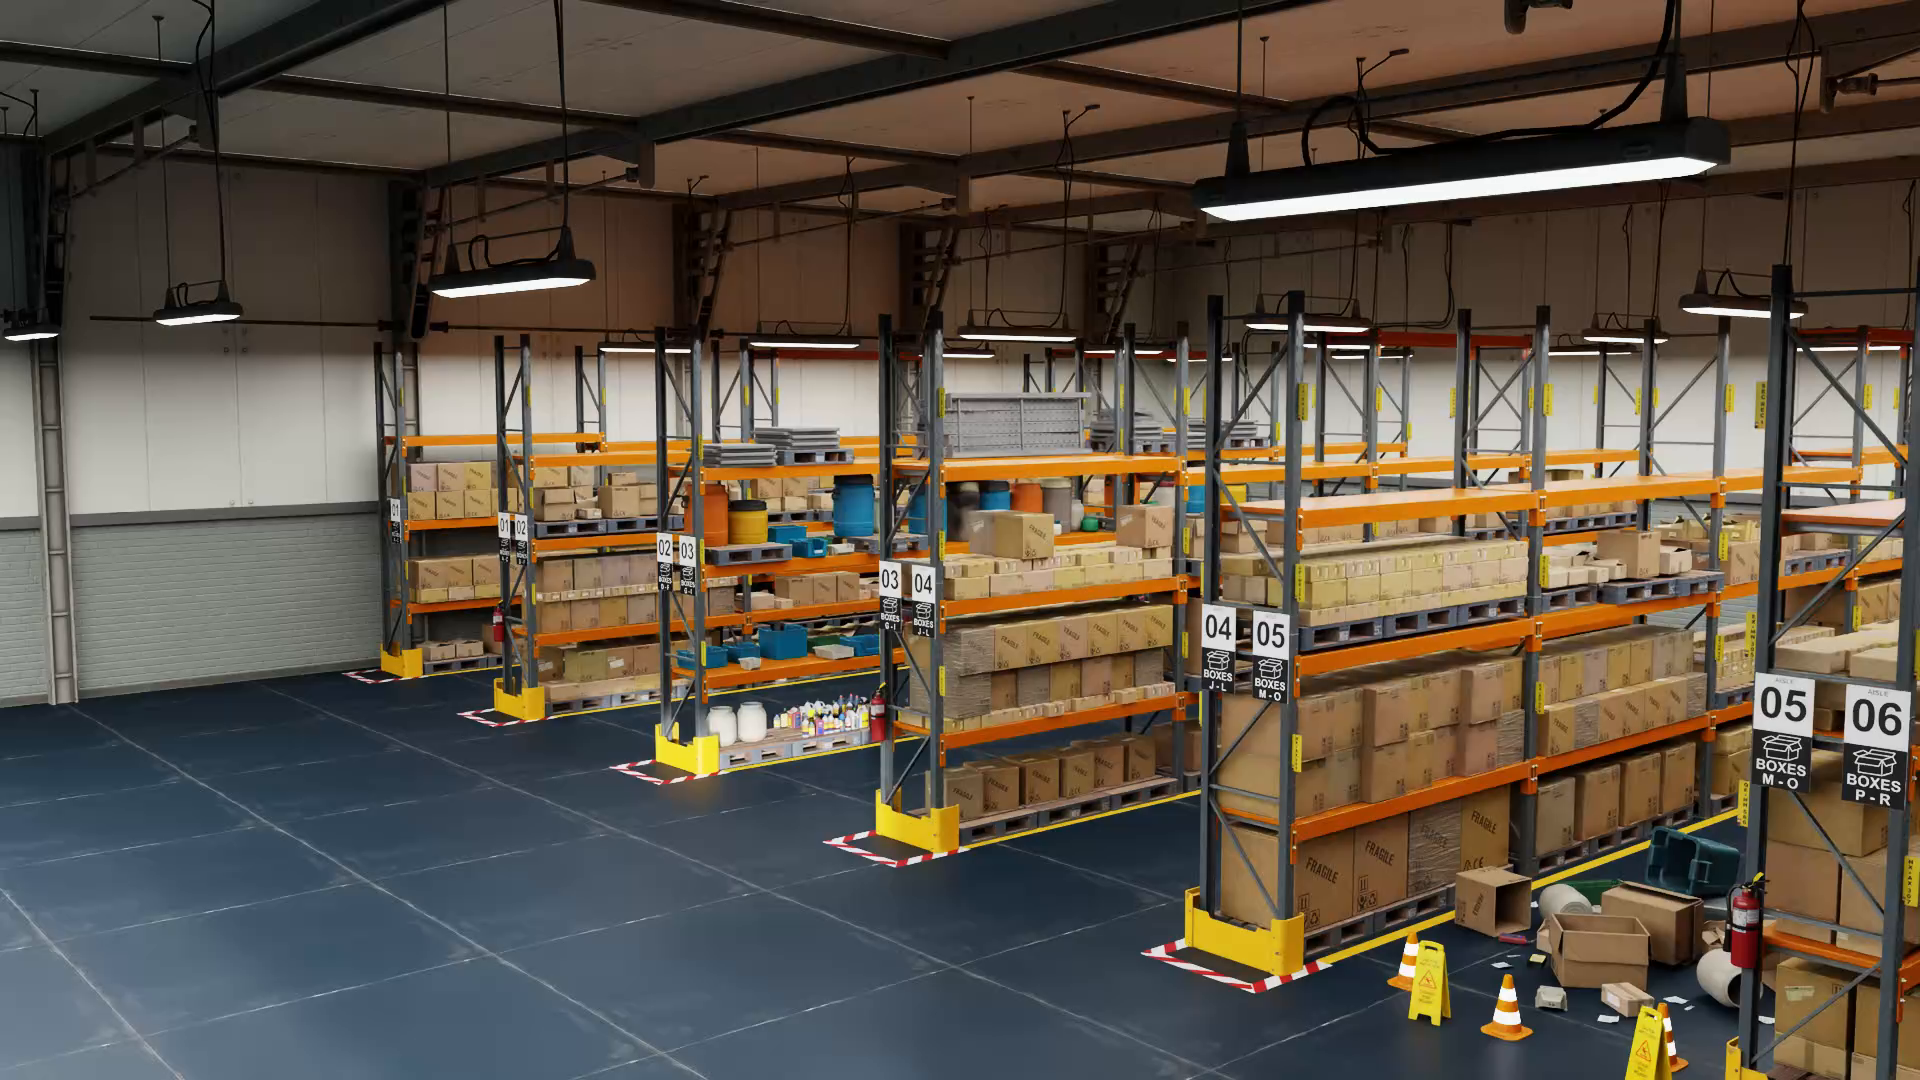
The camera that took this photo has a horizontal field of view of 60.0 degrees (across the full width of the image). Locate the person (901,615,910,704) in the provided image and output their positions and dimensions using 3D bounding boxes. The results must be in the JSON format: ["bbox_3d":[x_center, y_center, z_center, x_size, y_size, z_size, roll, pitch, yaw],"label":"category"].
[{"bbox_3d":[-0.474,1.928,27.277,1.198,1.547,0.675,-1,5,-12],"label":"person"}]
